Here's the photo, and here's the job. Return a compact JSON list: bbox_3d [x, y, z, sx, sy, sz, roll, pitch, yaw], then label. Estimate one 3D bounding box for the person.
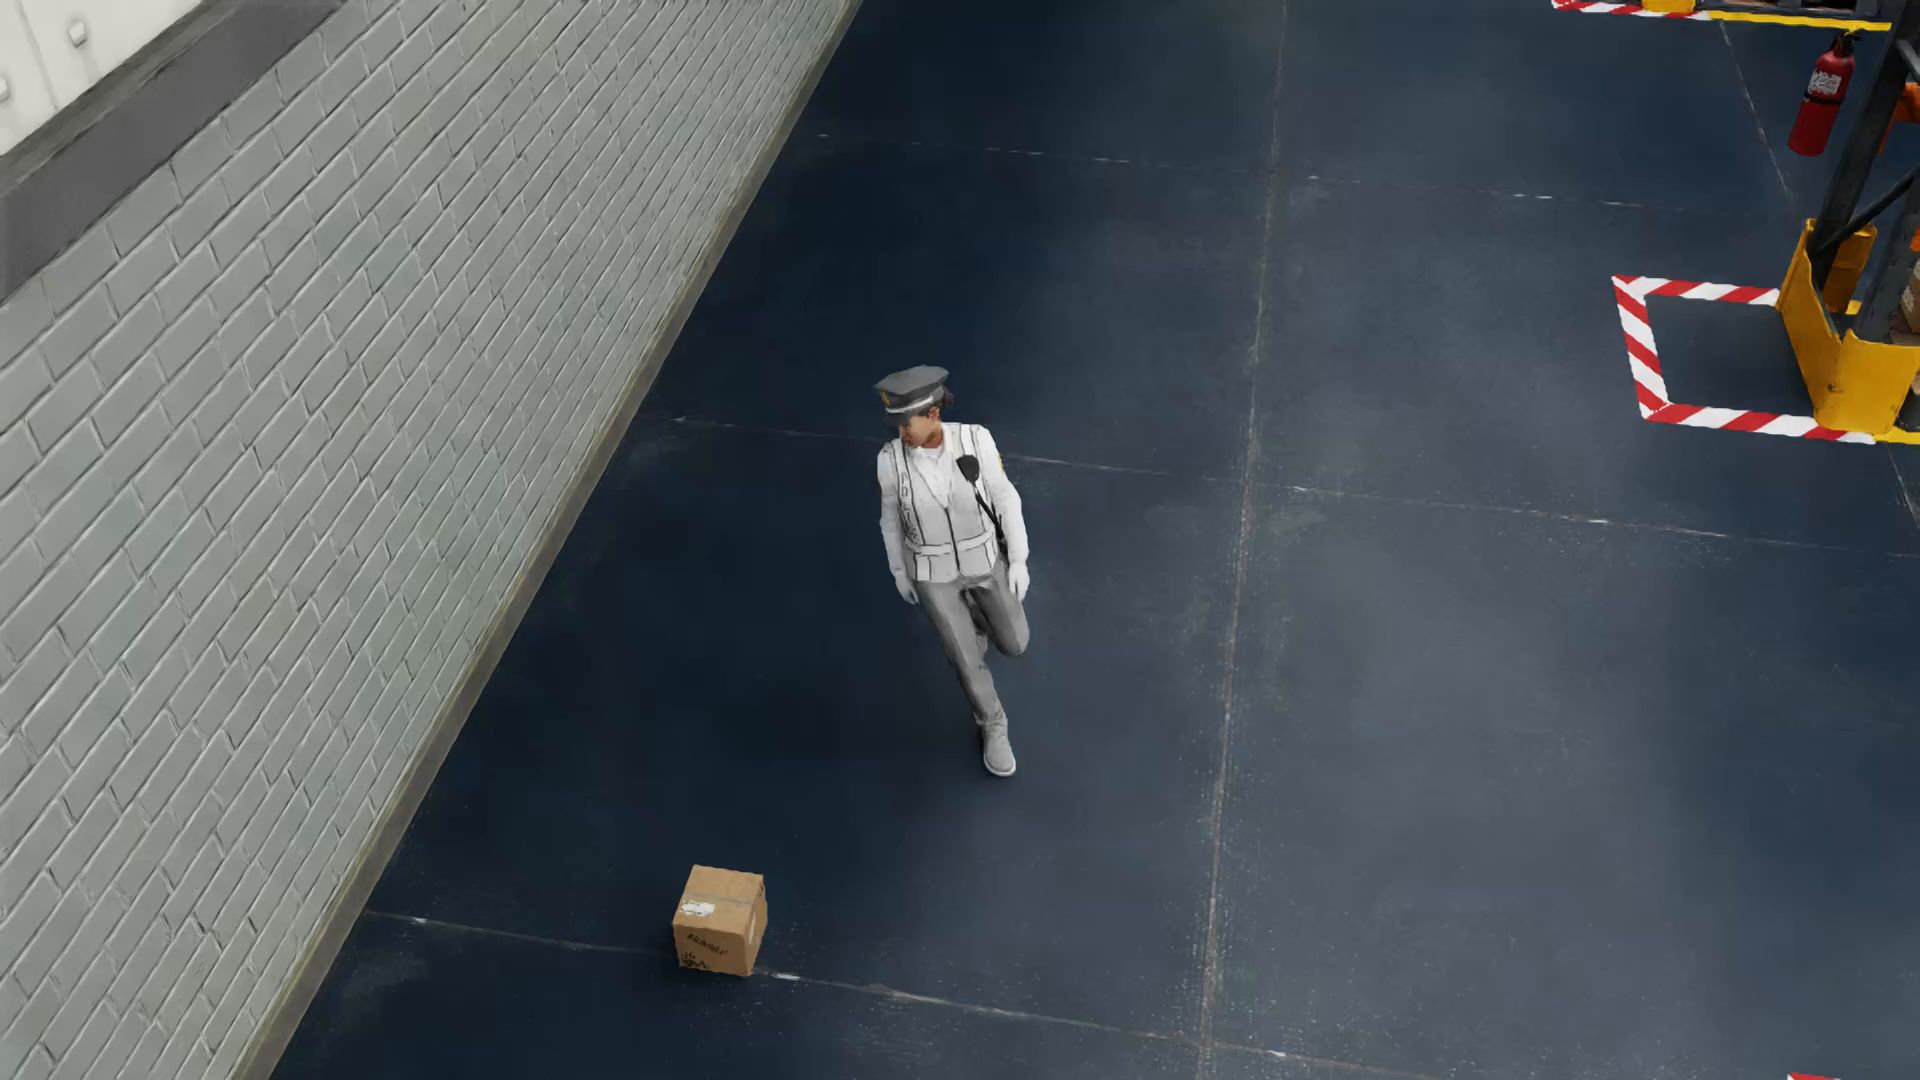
[{"bbox_3d":[-0.016,0.089,6.076,0.535,1.625,0.701,-6,41,-7],"label":"person"}]
